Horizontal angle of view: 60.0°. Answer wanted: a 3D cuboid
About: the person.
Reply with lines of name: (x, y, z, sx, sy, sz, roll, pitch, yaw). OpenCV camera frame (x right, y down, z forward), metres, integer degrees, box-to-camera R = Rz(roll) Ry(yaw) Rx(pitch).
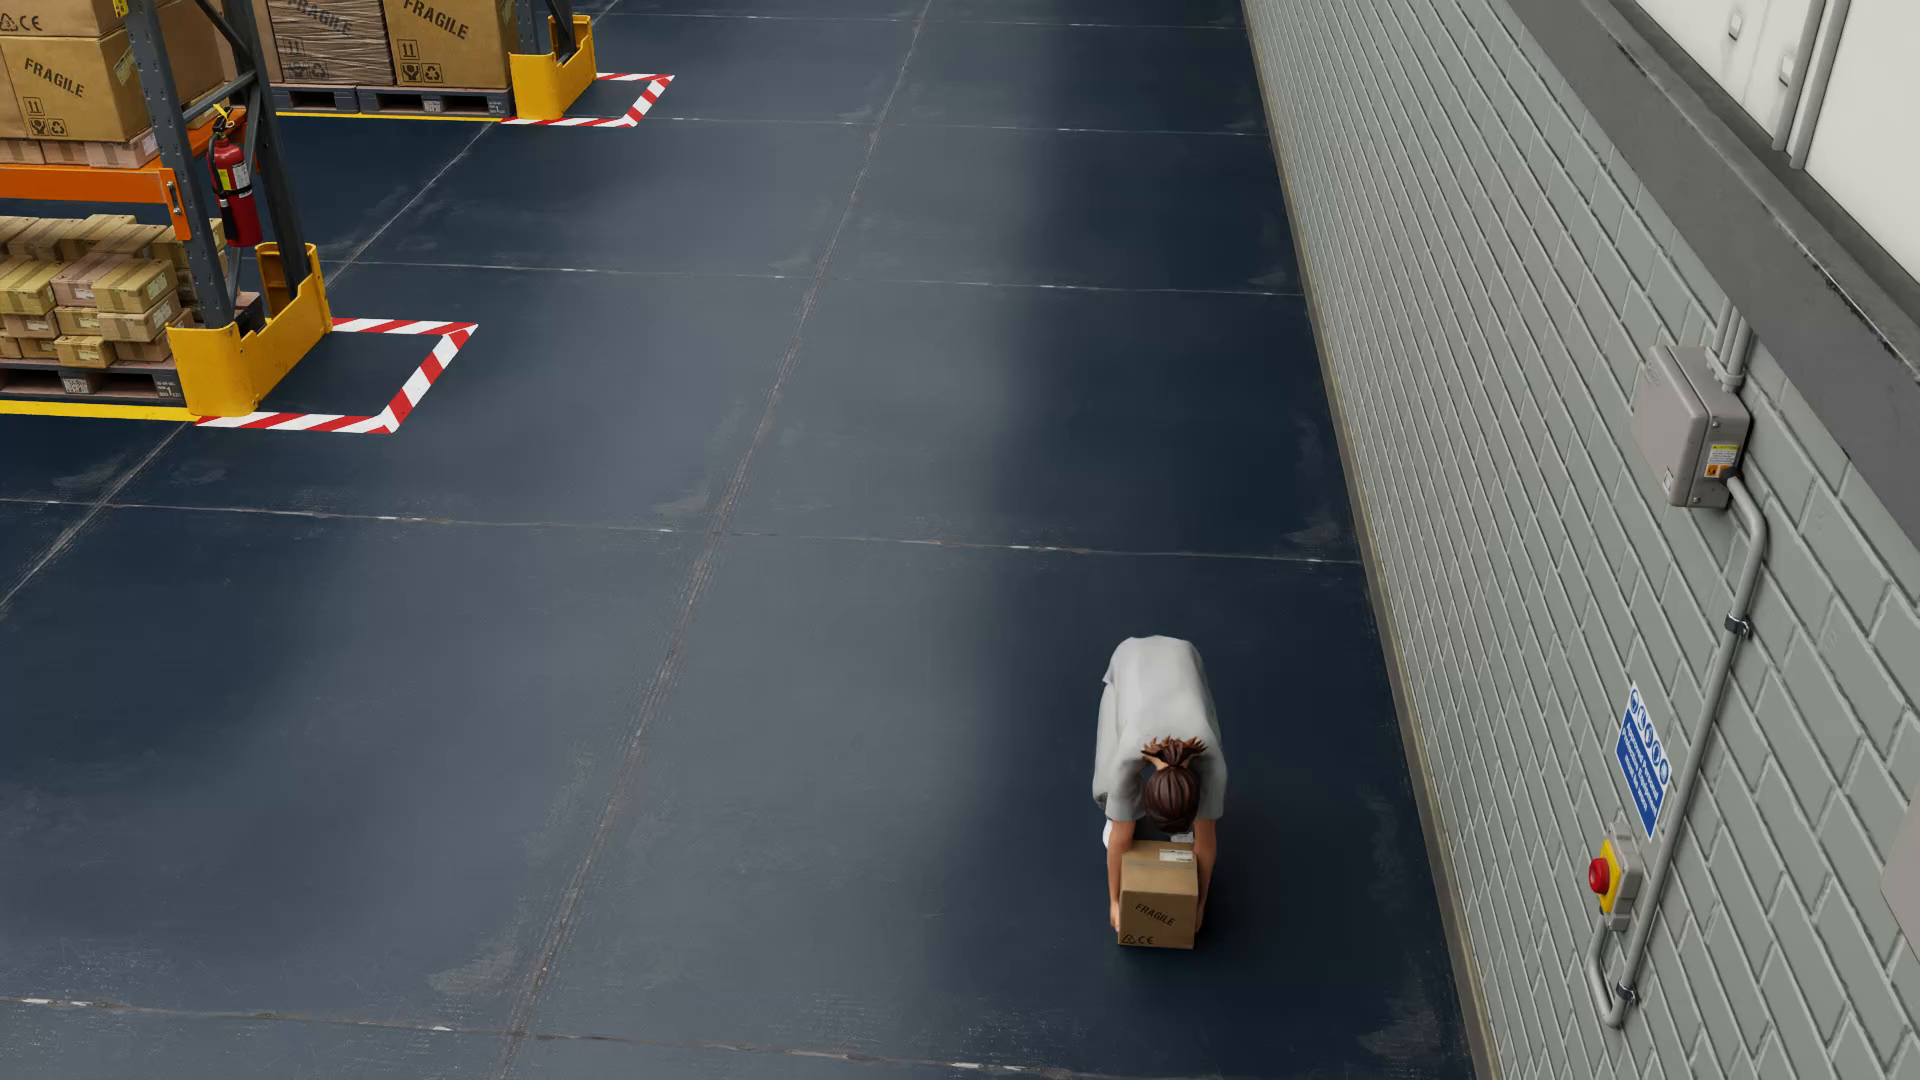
person: (0.682, 0.829, 5.716, 0.456, 0.766, 0.866, 2, 32, 2)
